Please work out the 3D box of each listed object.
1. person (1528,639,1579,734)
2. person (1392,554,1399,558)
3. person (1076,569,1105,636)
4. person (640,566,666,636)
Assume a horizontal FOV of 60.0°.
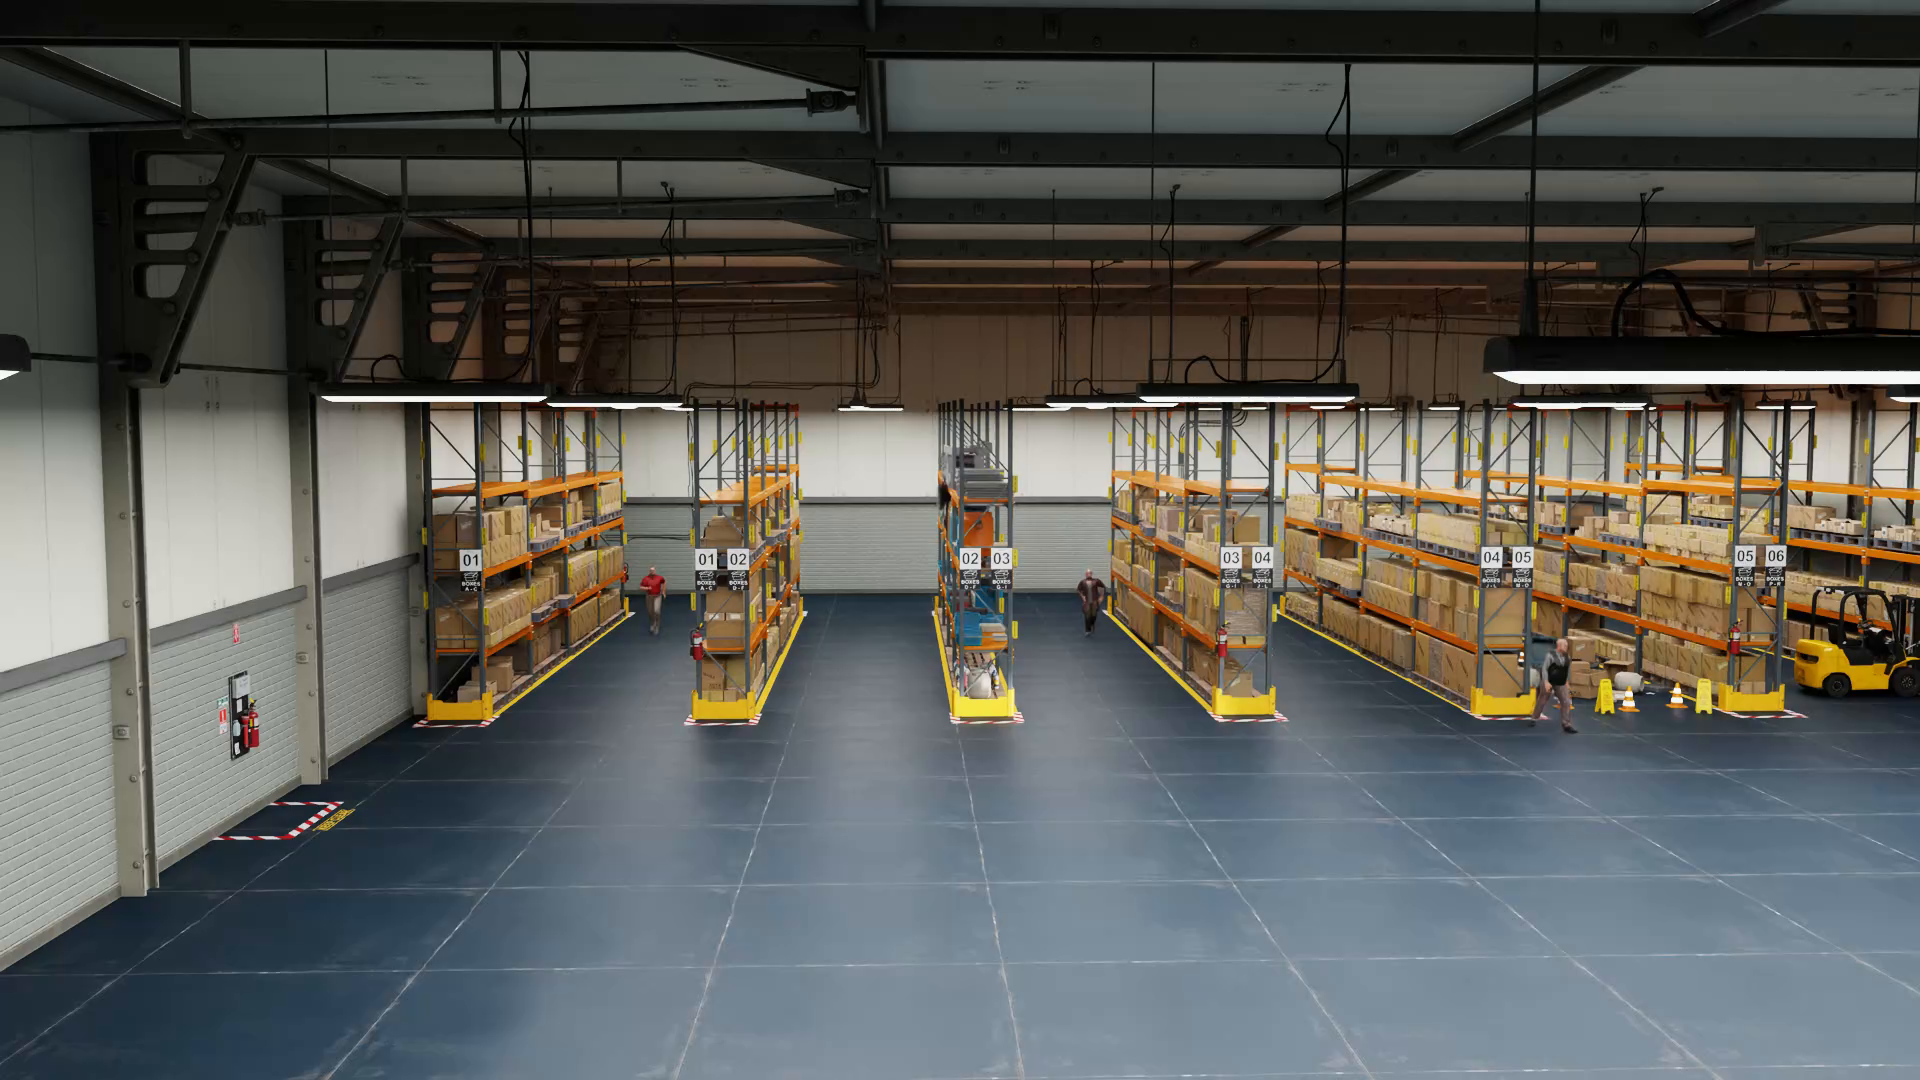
[{"bbox_3d":[10.742,2.605,30.021,0.678,1.678,0.881,-1,5,-18],"label":"person"},{"bbox_3d":[13.046,1.204,49.185,0.693,1.618,0.572,-1,4,-7],"label":"person"},{"bbox_3d":[3.354,1.617,42.725,0.734,1.733,0.692,1,4,8],"label":"person"},{"bbox_3d":[-7.996,1.561,43.309,0.620,1.763,0.890,0,4,-4],"label":"person"}]
